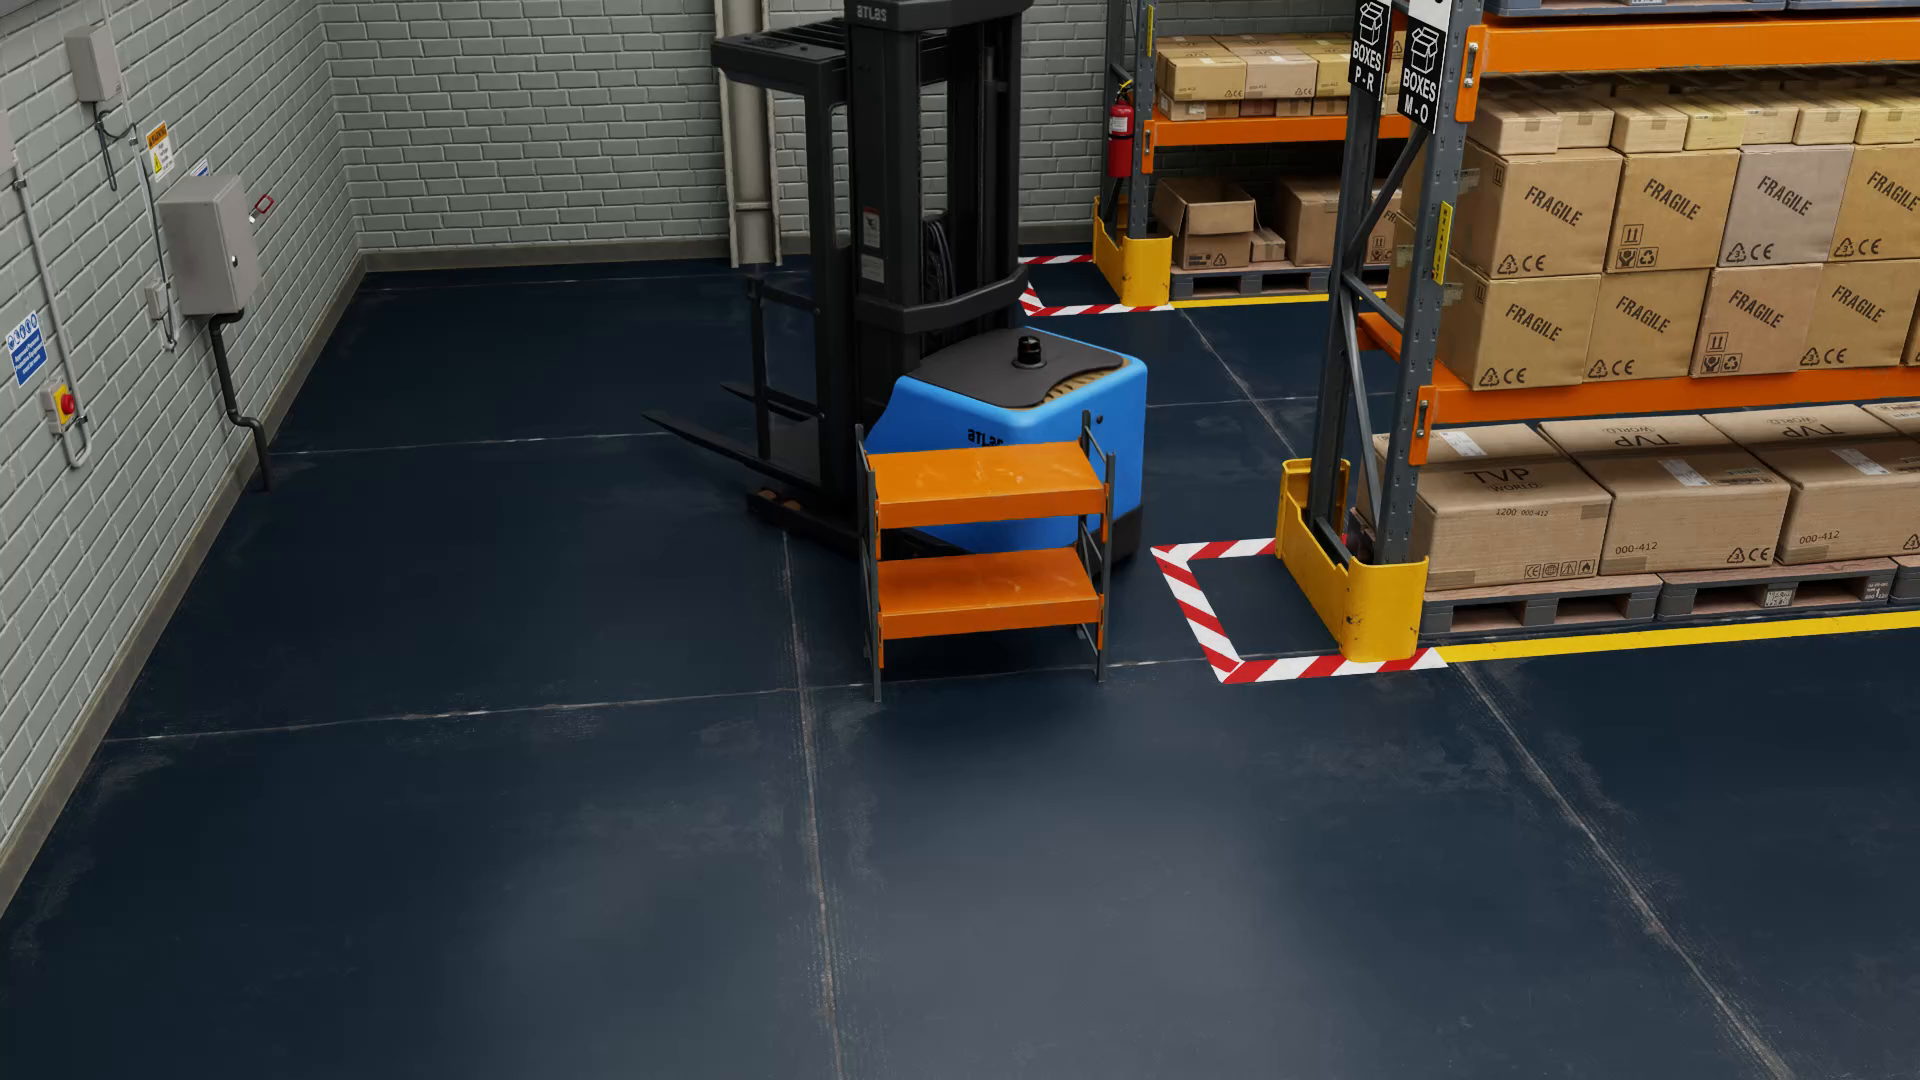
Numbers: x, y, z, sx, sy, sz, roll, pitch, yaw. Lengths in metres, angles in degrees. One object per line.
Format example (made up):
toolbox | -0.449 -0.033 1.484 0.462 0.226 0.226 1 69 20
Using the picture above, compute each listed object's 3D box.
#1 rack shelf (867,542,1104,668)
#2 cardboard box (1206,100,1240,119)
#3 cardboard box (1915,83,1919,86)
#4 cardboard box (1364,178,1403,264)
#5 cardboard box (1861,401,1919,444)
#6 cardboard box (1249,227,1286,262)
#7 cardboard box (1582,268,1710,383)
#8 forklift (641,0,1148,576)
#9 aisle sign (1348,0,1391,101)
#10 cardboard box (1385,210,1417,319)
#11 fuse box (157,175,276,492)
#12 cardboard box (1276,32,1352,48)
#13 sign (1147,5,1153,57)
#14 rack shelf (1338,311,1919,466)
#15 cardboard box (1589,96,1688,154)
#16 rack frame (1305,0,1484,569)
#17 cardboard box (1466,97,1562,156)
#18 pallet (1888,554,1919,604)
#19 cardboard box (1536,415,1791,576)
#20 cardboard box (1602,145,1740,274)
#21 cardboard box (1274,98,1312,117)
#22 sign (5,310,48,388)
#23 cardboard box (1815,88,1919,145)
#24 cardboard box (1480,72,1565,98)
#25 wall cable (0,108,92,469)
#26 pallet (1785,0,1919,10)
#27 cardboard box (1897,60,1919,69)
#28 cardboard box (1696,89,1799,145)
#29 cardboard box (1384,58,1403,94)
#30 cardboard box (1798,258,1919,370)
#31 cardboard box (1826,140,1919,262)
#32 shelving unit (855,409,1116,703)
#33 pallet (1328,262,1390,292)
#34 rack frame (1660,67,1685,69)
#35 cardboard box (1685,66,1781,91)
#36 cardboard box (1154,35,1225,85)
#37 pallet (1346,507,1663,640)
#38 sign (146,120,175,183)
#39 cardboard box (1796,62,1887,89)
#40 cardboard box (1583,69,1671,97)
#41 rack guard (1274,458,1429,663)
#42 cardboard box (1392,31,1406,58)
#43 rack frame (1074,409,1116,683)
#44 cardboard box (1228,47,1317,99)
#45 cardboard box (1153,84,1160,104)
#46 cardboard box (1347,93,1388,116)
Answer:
rack shelf | 0.098 0.286 7.497 1.000 0.278 0.538 -4 27 -8
cardboard box | 1.810 -3.108 11.796 0.250 0.149 0.380 -3 27 -6
cardboard box | 4.322 -1.858 7.170 0.250 0.149 0.380 -4 27 -8
cardboard box | 3.209 -2.382 12.384 0.500 0.500 0.500 -3 27 -6
cardboard box | 5.221 -0.352 8.496 0.875 0.438 0.875 -4 27 -8
cardboard box | 2.246 -2.210 12.433 0.250 0.149 0.380 -5 28 -9
cardboard box | 2.909 -1.032 7.366 0.500 0.500 0.500 -4 27 -8
forklift | -0.508 -1.506 8.475 3.031 2.935 1.130 22 34 36
aisle sign | 1.782 -2.334 7.166 0.004 0.787 0.394 -4 27 -7
cardboard box | 2.337 -1.237 7.765 0.500 0.500 0.500 -4 27 -7
fuse box | -3.832 -1.058 8.938 0.414 1.711 0.539 -4 27 -7
cardboard box | 2.621 -3.562 12.245 0.500 0.250 0.500 -3 27 -5
sign | 1.277 -3.425 11.192 0.005 0.325 0.100 -4 27 -7
rack shelf | 3.877 -0.849 7.907 4.000 0.370 1.077 -4 27 -7
cardboard box | 2.809 -1.731 6.922 0.250 0.149 0.380 -3 27 -6
rack frame | 1.896 -1.042 7.495 0.127 3.000 1.000 -4 27 -7
cardboard box | 2.286 -1.717 6.896 0.250 0.149 0.380 -3 27 -6
pallet | 5.093 -0.043 8.602 1.213 0.211 1.003 -4 27 -7
cardboard box | 3.441 -0.238 8.275 0.875 0.438 0.875 -3 27 -6
cardboard box | 2.922 -1.469 7.123 0.500 0.500 0.500 -4 27 -9
cardboard box | 2.324 -3.129 11.837 0.250 0.149 0.380 -3 27 -5
sign | -3.738 -0.767 6.663 0.001 0.218 0.327 -4 27 -7
cardboard box | 3.828 -1.797 7.051 0.250 0.149 0.380 -4 27 -8
cardboard box | 2.472 -1.960 7.369 0.250 0.149 0.380 -3 27 -6
wall cable | -3.684 -1.139 6.536 0.123 1.953 0.585 -4 27 -7
pallet | 3.840 -2.468 7.086 1.213 0.211 1.003 -4 27 -7
cardboard box | 4.488 -2.121 7.682 0.250 0.149 0.380 -4 27 -9
cardboard box | 3.320 -1.796 7.050 0.250 0.149 0.380 -3 27 -7
cardboard box | 3.192 -3.366 11.863 0.500 0.250 0.500 -4 27 -8
cardboard box | 3.909 -1.096 7.490 0.500 0.500 0.500 -3 27 -5
cardboard box | 3.924 -1.537 7.256 0.500 0.500 0.500 -4 27 -7
shelving unit | 0.098 0.068 7.385 1.048 1.125 0.538 -4 27 -8
pallet | 3.271 -2.177 12.762 1.213 0.211 1.003 -4 27 -7
rack frame | 5.162 -3.540 12.363 0.127 3.000 1.000 -4 27 -7
cardboard box | 3.480 -2.039 7.523 0.250 0.149 0.380 -3 27 -6
cardboard box | 1.620 -3.500 12.125 0.500 0.250 0.500 -3 27 -6
pallet | 2.677 0.113 8.299 1.213 0.211 1.003 -4 27 -7
sign | -4.030 -1.961 8.381 0.001 0.242 0.339 -4 27 -7
cardboard box | 3.998 -2.083 7.609 0.250 0.149 0.380 -4 27 -7
cardboard box | 2.971 -2.012 7.470 0.250 0.149 0.380 -3 27 -6
rack guard | 1.873 0.072 8.063 0.348 0.500 1.175 -4 27 -7
cardboard box | 3.173 -3.687 11.668 0.500 0.500 0.500 -3 27 -6
rack frame | 0.600 0.031 7.458 0.032 1.125 0.500 -4 27 -8
cardboard box | 2.187 -3.290 11.715 0.500 0.250 0.500 -3 27 -7
cardboard box | 1.492 -3.316 12.202 0.250 0.149 0.380 -4 27 -8
cardboard box | 2.847 -3.130 11.840 0.250 0.149 0.380 -4 27 -9
